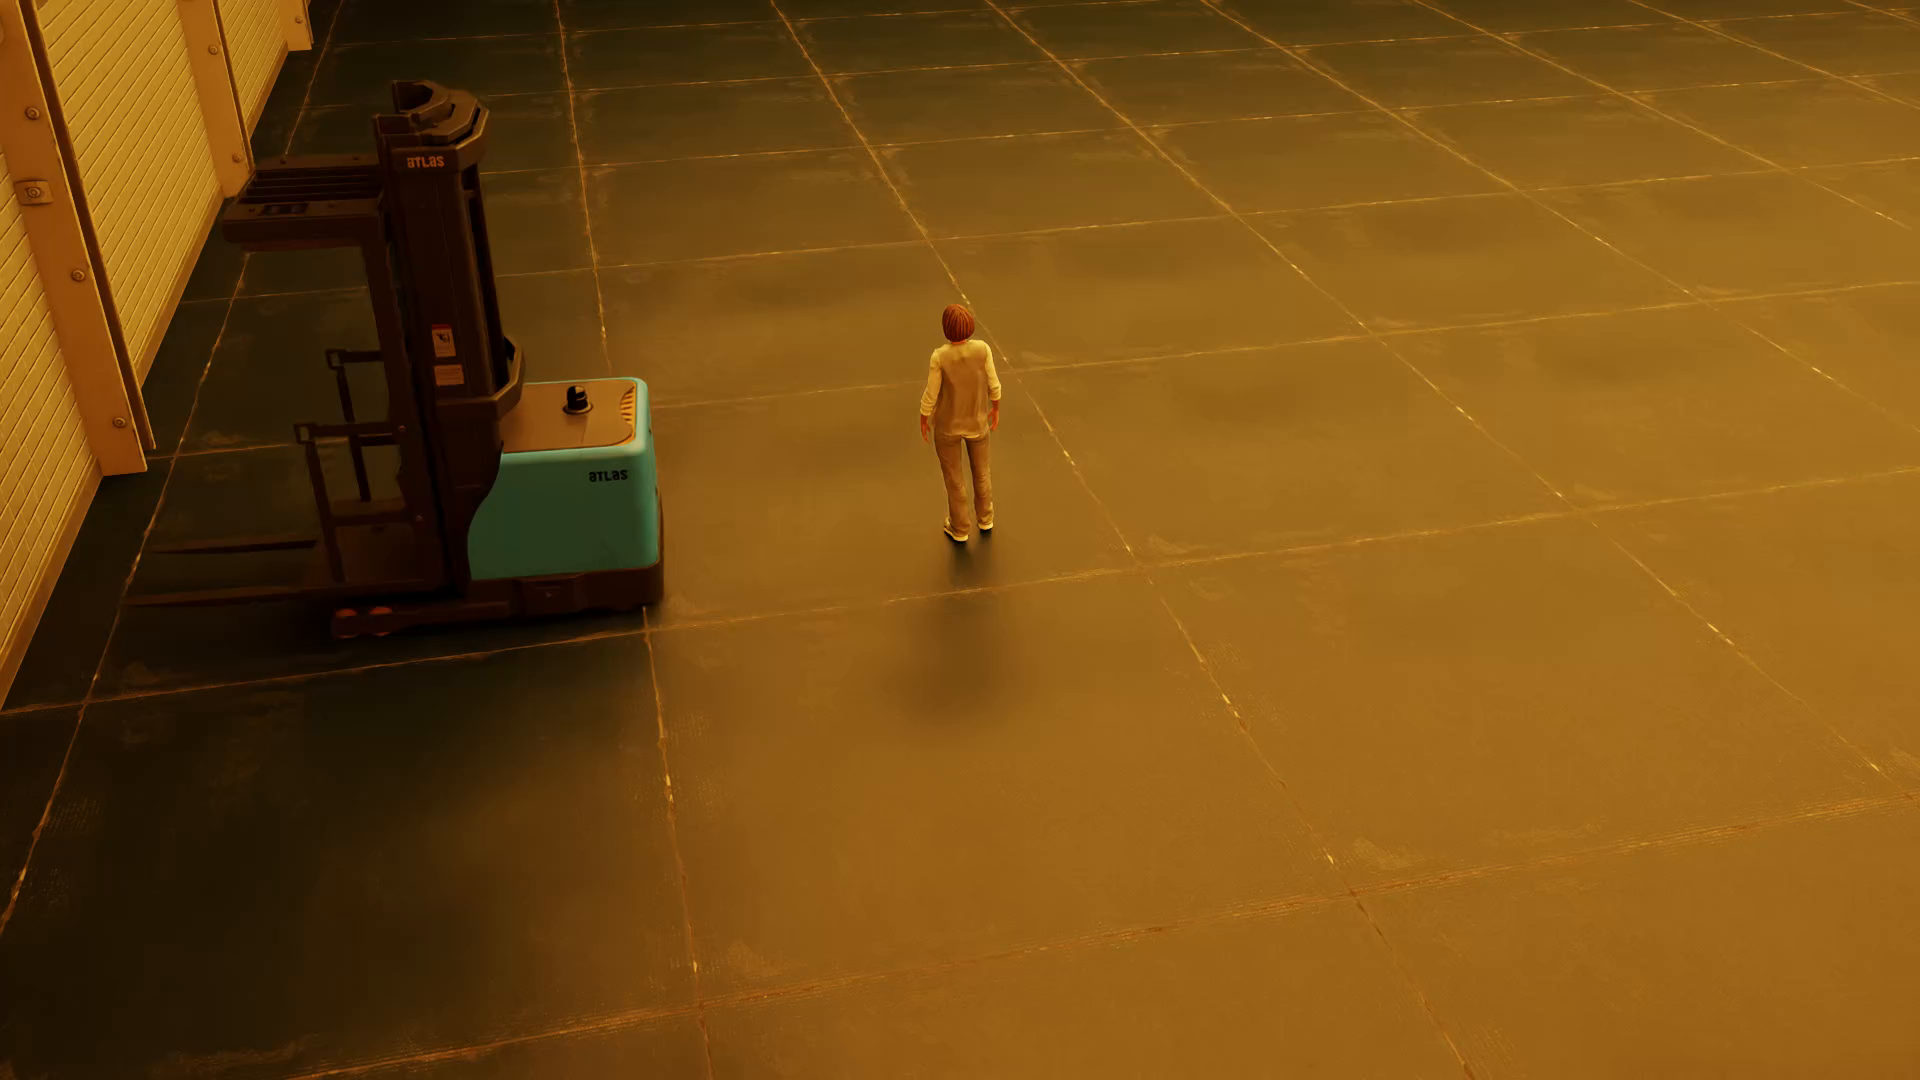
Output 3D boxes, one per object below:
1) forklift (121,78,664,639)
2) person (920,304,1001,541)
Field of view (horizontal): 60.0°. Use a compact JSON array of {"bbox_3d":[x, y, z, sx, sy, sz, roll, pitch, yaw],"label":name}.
[{"bbox_3d":[-3.310,-0.987,9.280,3.031,2.935,1.130,-4,30,-8],"label":"forklift"},{"bbox_3d":[-0.004,-0.735,10.161,0.521,1.596,0.475,-7,31,-12],"label":"person"}]
